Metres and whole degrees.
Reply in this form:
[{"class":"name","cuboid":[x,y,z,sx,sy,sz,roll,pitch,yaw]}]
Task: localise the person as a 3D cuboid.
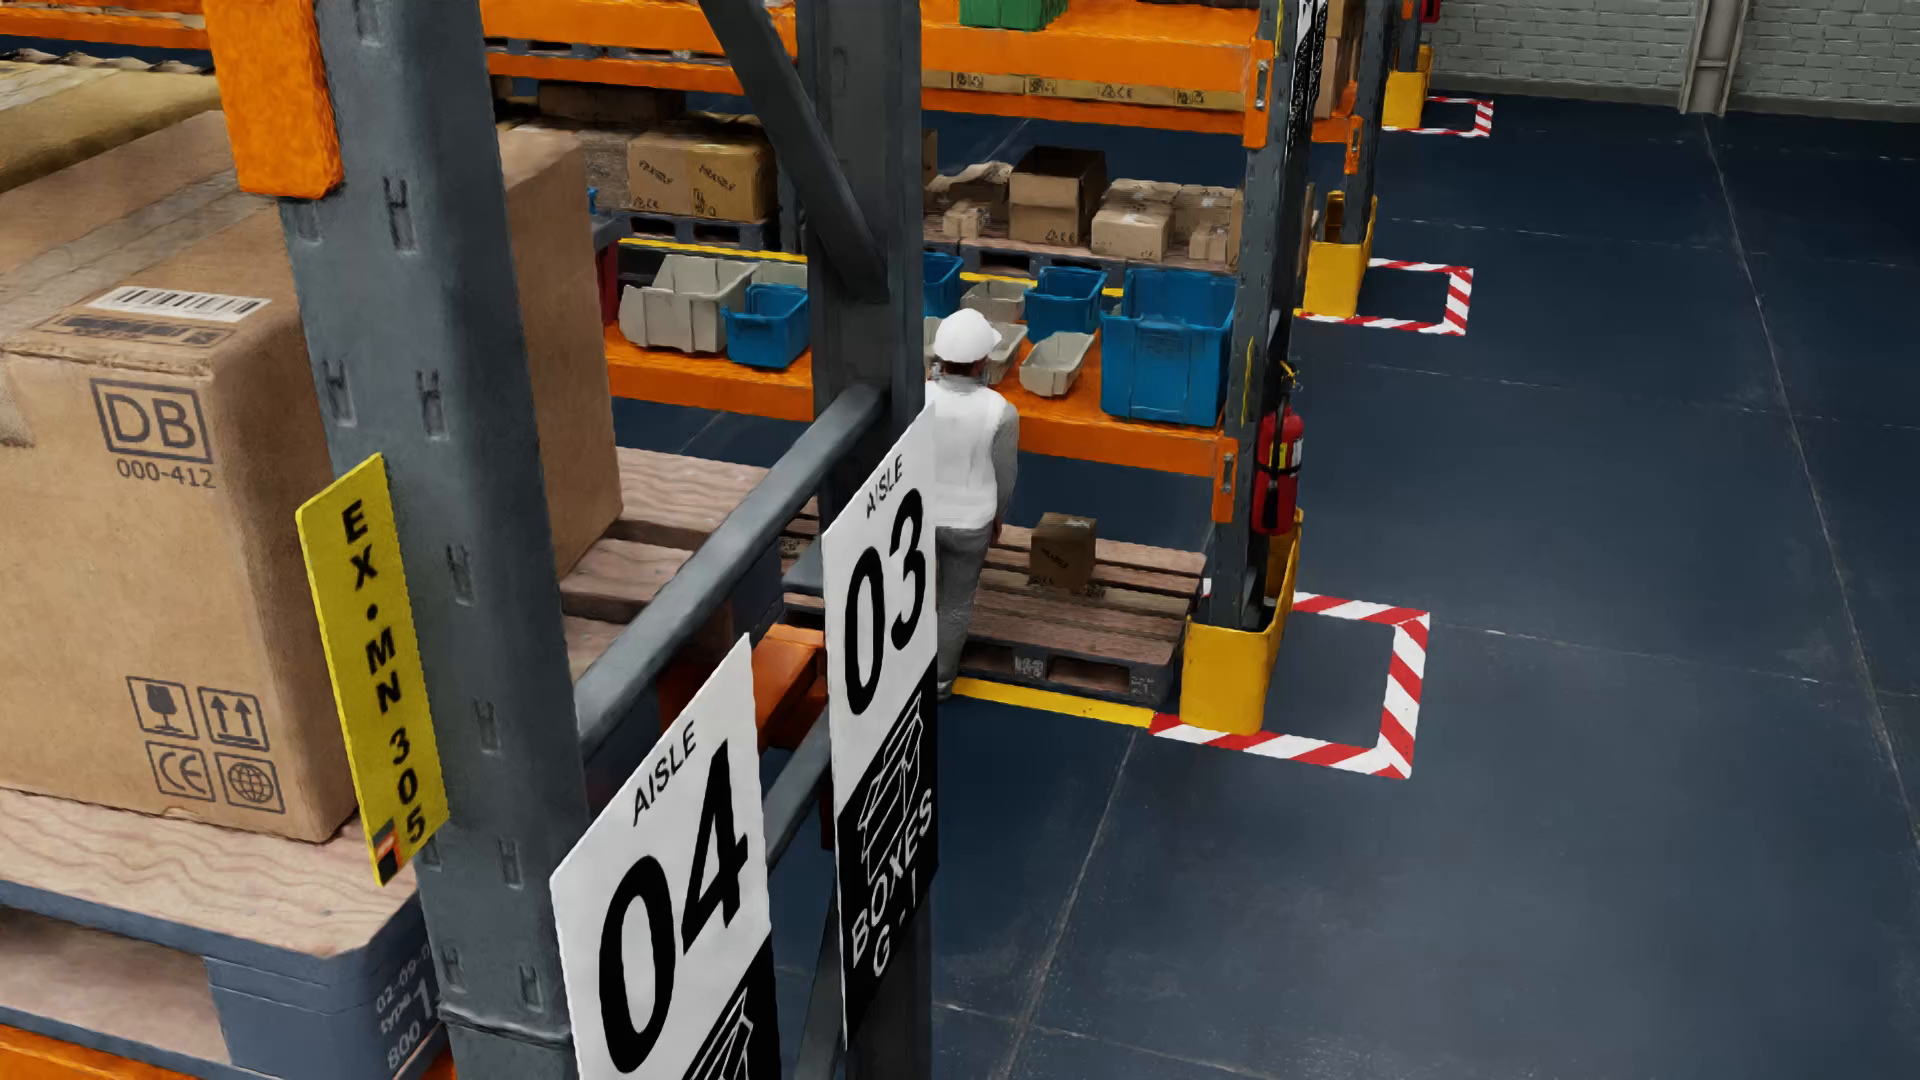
[{"class":"person","cuboid":[-0.093,-0.108,6.819,0.662,1.811,0.397,1,29,2]}]
